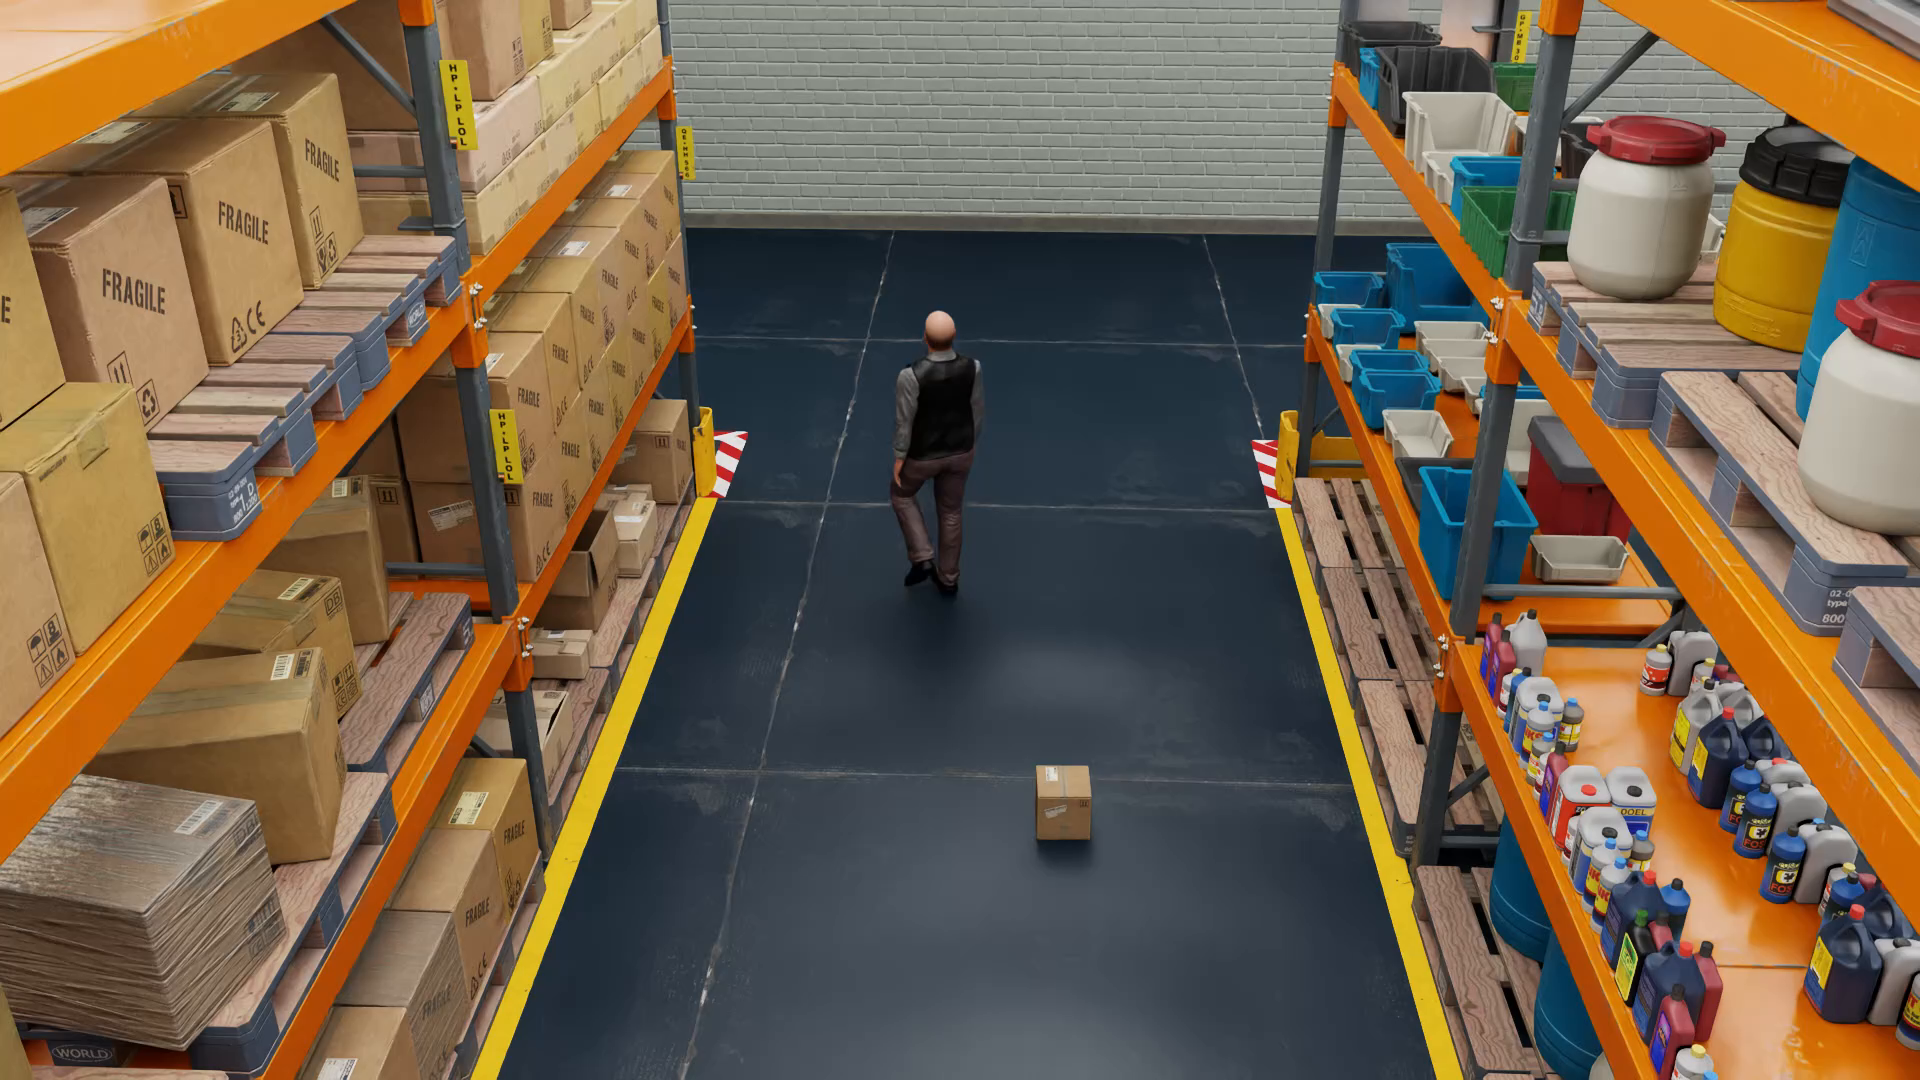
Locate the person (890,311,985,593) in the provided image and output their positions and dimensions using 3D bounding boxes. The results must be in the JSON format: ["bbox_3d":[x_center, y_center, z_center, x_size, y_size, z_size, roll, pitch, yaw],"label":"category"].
[{"bbox_3d":[-0.146,-0.509,9.587,0.565,1.749,0.470,-9,29,-17],"label":"person"}]
